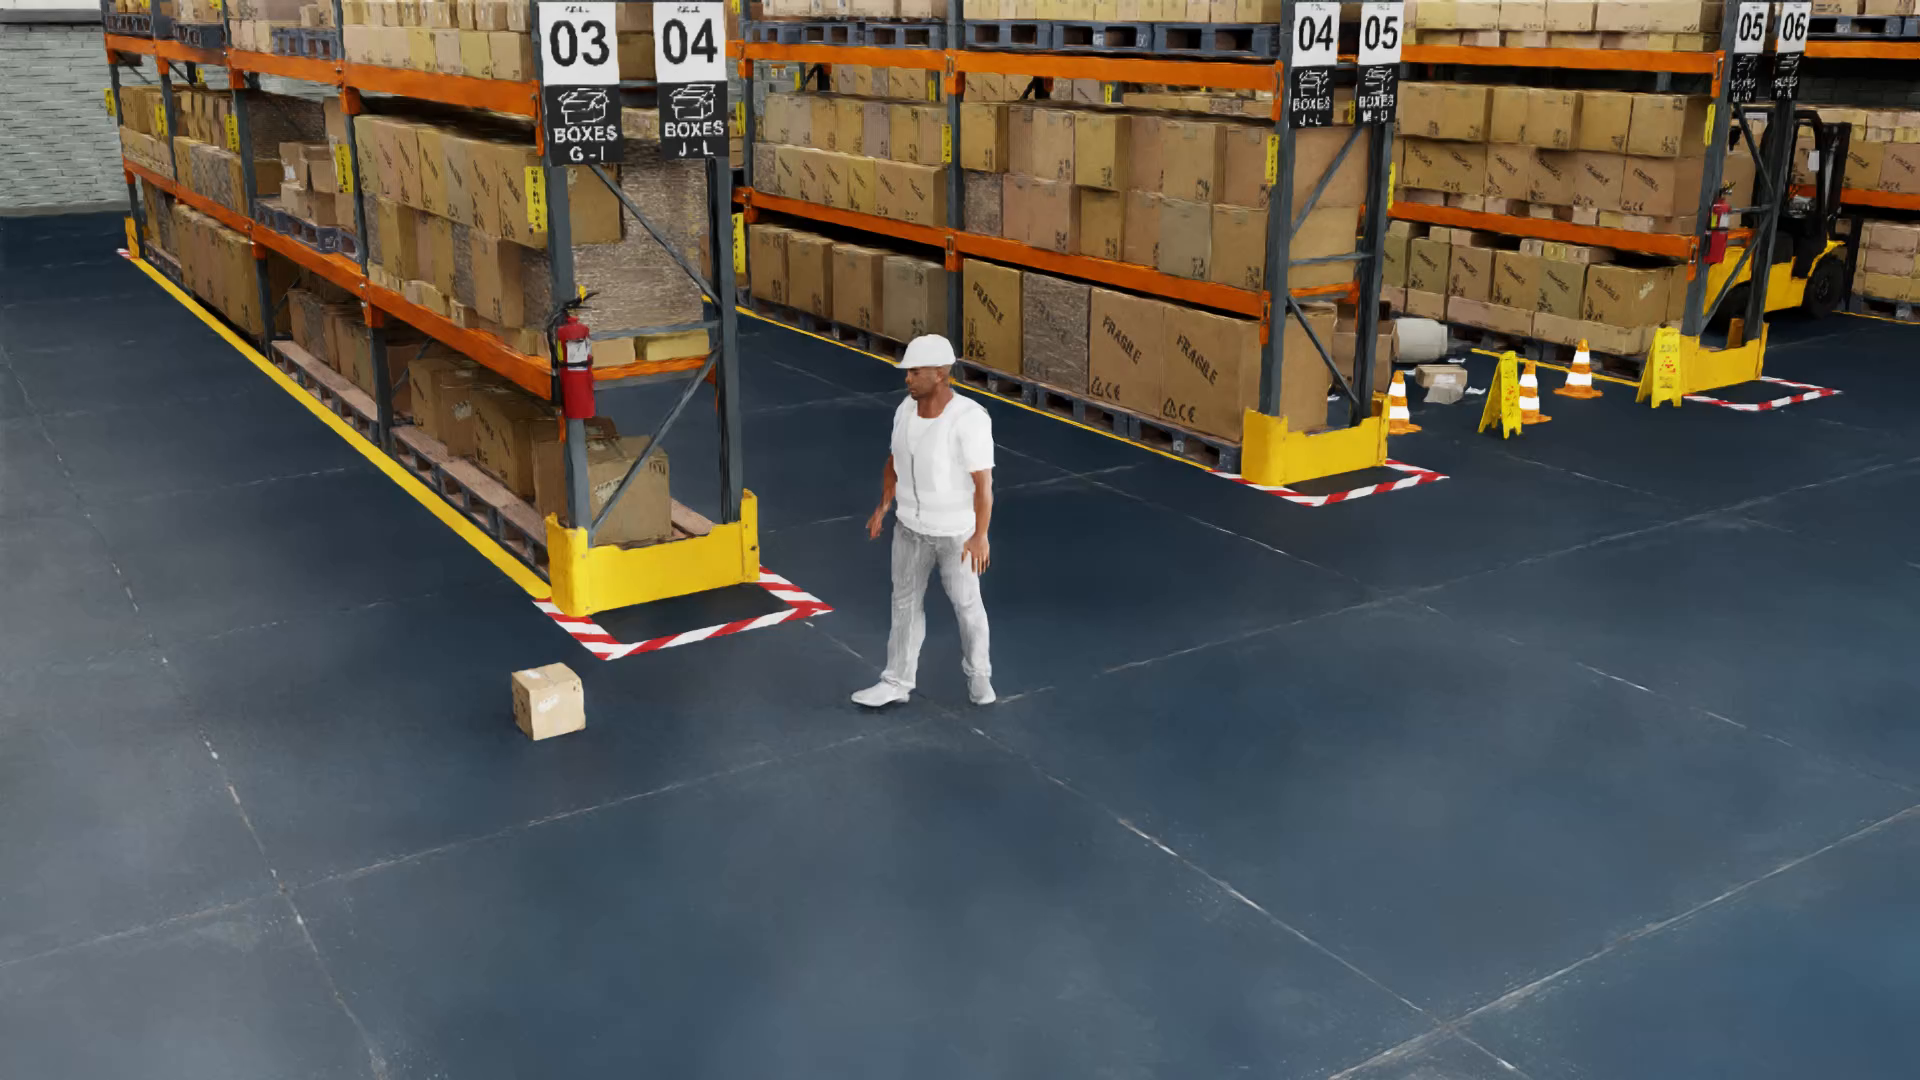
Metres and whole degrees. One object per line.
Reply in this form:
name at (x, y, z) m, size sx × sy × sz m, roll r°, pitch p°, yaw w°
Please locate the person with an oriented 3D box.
person at (-0.178, -0.072, 7.708) m, size 0.730 × 1.765 × 0.631 m, roll 14°, pitch 22°, yaw 36°
